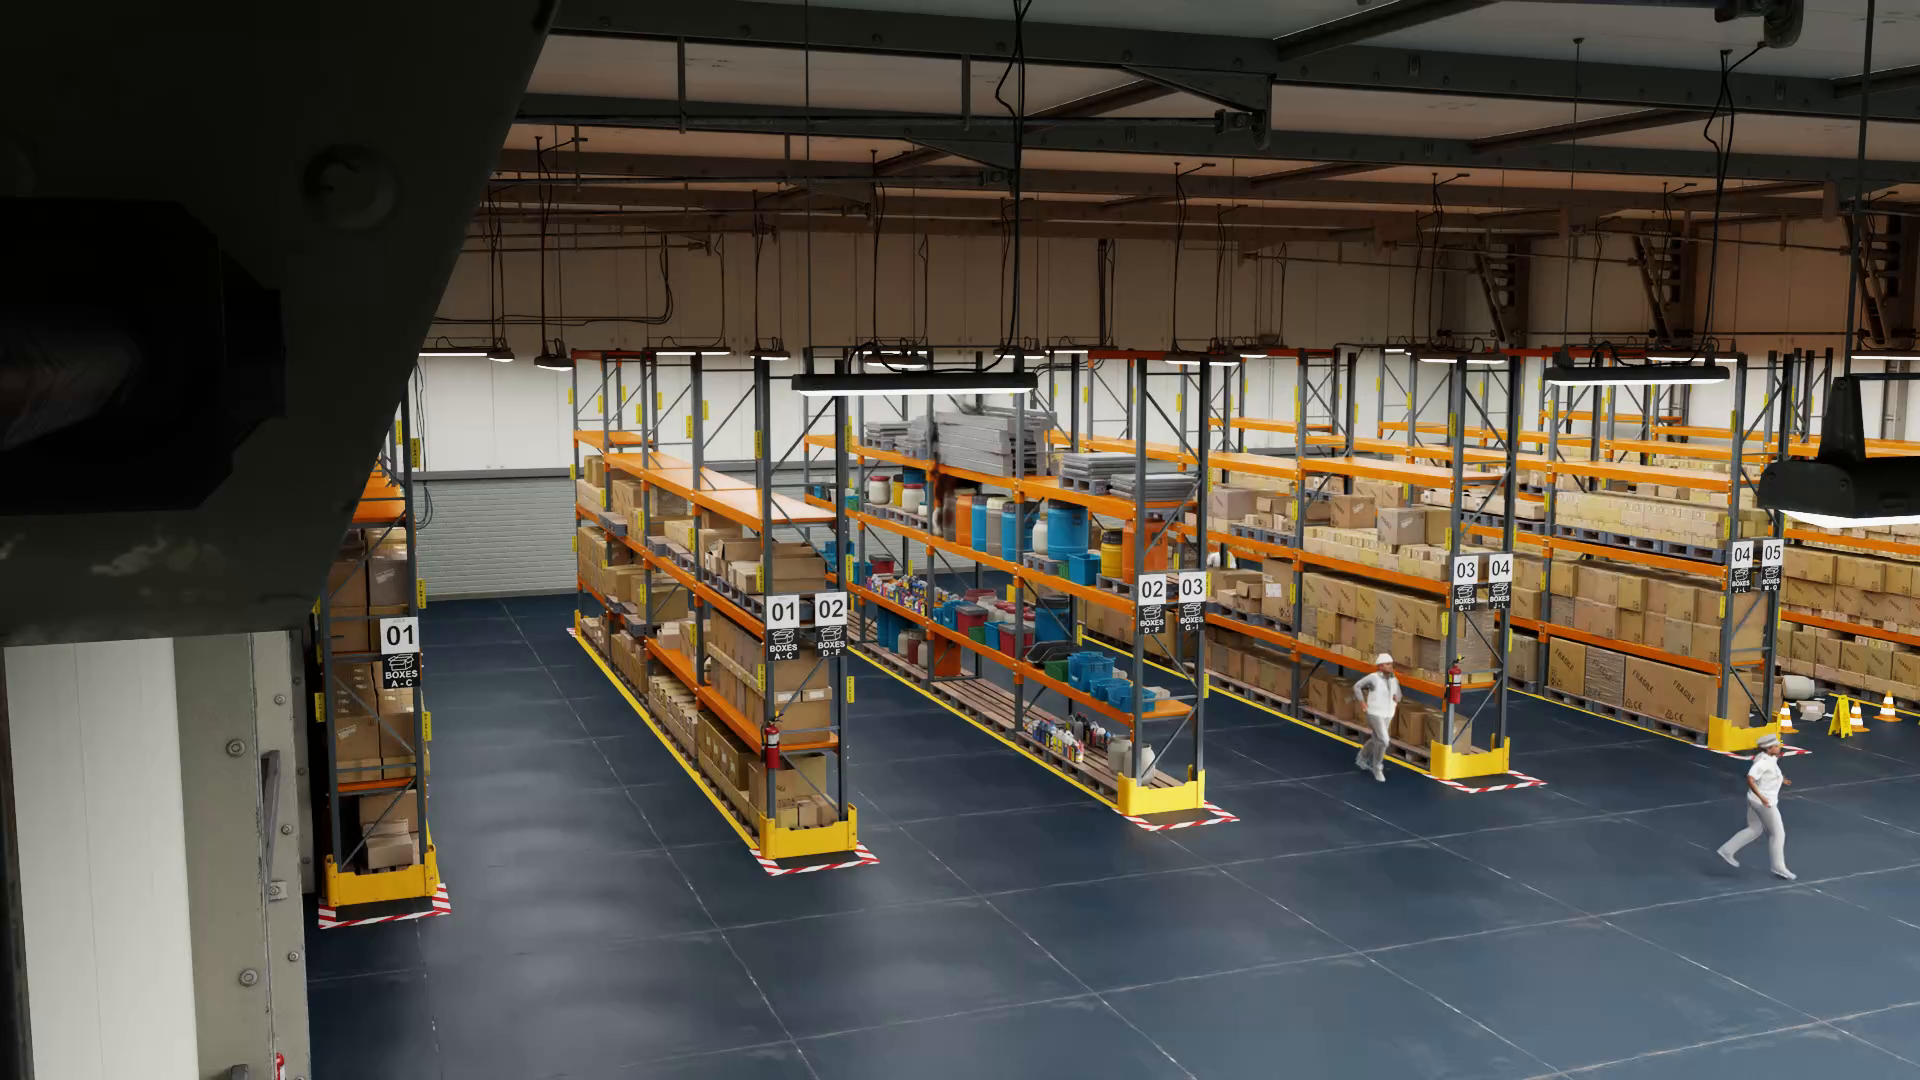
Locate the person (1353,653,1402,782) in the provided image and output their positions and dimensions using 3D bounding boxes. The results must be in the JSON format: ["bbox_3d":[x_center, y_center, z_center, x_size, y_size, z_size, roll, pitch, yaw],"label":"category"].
[{"bbox_3d":[6.000,2.519,23.823,0.637,1.821,0.722,-4,8,-31],"label":"person"}]

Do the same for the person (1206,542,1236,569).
[{"bbox_3d":[5.794,0.894,36.879,0.707,1.754,0.672,-1,7,-10],"label":"person"}]

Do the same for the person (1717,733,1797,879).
[{"bbox_3d":[9.353,3.082,19.456,0.870,1.722,0.564,2,7,13],"label":"person"}]
